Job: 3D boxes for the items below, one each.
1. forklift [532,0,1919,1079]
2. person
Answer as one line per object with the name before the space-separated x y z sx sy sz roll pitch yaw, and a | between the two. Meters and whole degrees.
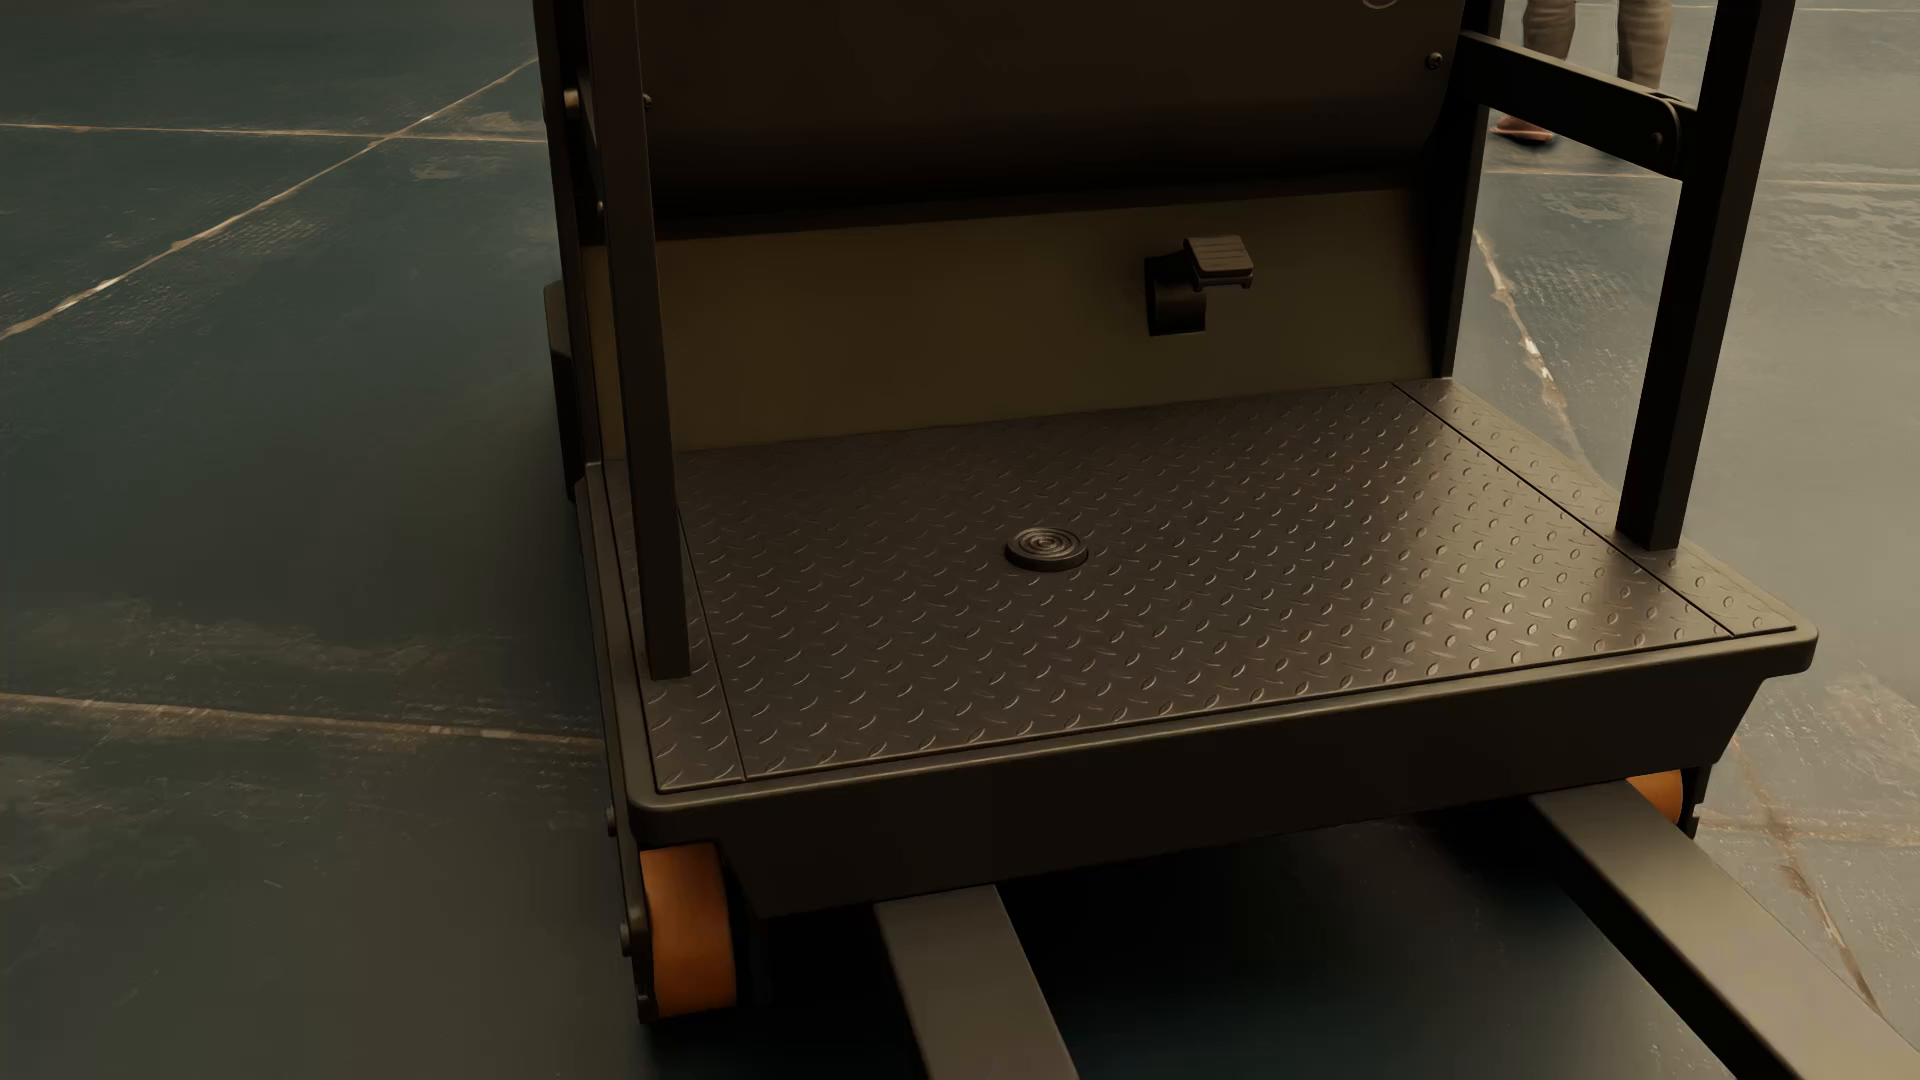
forklift | 0.153 -1.049 1.319 1.130 2.935 3.031 -7 27 -13
person | 1.760 -1.875 4.429 0.517 1.675 0.429 5 27 9
